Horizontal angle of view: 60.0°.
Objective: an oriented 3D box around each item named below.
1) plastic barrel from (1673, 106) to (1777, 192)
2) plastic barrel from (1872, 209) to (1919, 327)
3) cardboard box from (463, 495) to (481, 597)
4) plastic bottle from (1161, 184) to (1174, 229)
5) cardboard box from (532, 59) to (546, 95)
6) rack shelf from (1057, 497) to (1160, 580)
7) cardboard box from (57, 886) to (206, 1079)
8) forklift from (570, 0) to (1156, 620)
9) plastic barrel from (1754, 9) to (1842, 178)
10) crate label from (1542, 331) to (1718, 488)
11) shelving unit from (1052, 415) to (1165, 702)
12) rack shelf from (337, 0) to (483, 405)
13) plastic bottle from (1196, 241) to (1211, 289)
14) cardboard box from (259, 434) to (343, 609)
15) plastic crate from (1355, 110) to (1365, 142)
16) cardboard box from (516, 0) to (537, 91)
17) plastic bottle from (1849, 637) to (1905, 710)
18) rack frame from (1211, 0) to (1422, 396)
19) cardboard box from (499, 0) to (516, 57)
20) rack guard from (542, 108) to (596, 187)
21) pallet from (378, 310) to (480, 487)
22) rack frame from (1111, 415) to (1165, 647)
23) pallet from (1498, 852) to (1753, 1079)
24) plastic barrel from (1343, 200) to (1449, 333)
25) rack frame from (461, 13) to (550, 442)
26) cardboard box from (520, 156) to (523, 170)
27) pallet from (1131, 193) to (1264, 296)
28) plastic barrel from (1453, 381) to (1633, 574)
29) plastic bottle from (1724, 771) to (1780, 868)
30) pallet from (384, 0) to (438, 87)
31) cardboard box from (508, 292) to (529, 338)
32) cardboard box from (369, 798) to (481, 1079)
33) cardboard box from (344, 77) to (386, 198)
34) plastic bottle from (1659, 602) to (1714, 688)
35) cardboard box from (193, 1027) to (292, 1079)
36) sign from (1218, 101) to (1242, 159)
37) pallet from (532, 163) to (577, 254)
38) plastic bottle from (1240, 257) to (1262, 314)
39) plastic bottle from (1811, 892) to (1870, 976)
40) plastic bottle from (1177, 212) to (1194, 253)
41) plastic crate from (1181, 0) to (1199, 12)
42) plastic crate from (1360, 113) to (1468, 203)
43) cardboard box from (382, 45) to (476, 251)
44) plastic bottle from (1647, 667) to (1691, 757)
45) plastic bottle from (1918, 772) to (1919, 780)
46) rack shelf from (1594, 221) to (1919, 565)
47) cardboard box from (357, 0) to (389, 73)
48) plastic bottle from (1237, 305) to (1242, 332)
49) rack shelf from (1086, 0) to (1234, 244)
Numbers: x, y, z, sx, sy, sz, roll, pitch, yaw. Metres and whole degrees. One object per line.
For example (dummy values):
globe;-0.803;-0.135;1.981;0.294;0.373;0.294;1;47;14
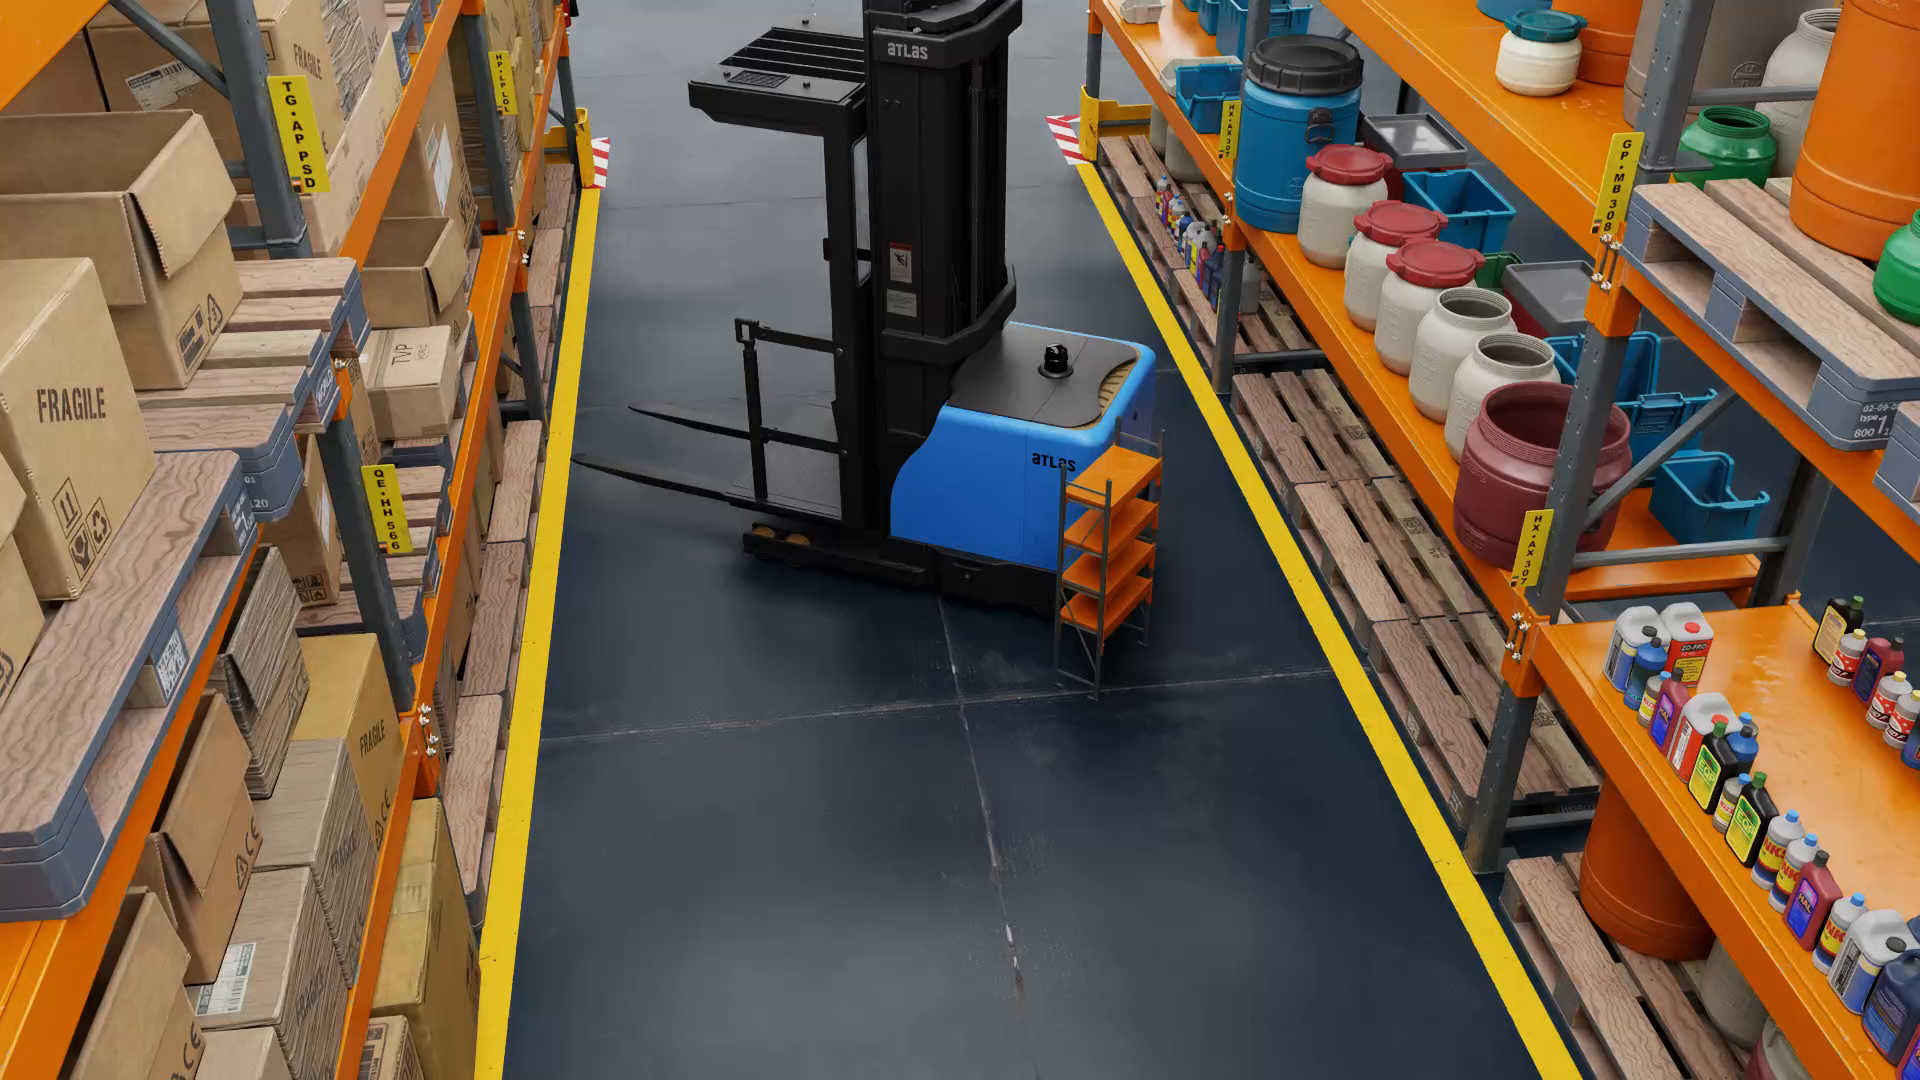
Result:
plastic barrel;2.486;-1.256;5.403;0.294;0.245;0.294;0;34;0
plastic barrel;2.485;-0.687;4.196;0.294;0.245;0.294;0;34;0
cardboard box;-2.694;-0.028;7.957;0.700;0.500;0.500;-7;35;-10
plastic bottle;1.441;-2.307;11.493;0.061;0.283;0.133;-4;34;-6
cardboard box;-2.865;-2.959;10.652;0.380;0.149;0.250;-4;35;-6
rack shelf;0.668;-0.036;7.459;0.258;0.148;0.480;20;39;27
cardboard box;-2.074;1.120;3.464;0.797;0.503;0.637;-3;34;-5
forklift;-0.582;-1.337;8.110;3.031;2.935;1.130;12;36;17
plastic barrel;2.832;-1.429;5.420;0.421;0.512;0.421;0;34;0
crate label;2.704;-0.536;6.842;0.502;0.435;0.616;-4;35;-6
shelving unit;0.668;0.093;7.547;0.258;1.200;0.503;20;39;27
rack shelf;-2.607;-1.630;6.453;1.077;0.370;4.000;-4;35;-6
plastic bottle;1.571;-1.770;10.706;0.061;0.283;0.133;-2;34;-3
cardboard box;-2.450;-0.085;5.749;0.500;0.500;0.500;-9;35;-12
plastic crate;2.088;-2.455;9.744;0.767;0.338;0.504;-4;35;-6
cardboard box;-3.101;-3.059;10.222;0.875;0.500;0.500;-4;35;-6
plastic bottle;3.078;0.424;5.568;0.061;0.283;0.133;-4;35;-6
rack frame;2.032;-2.179;9.283;1.000;3.000;0.127;-4;35;-6
cardboard box;-2.753;-2.930;9.145;0.500;0.500;0.500;-4;35;-6
rack guard;-3.404;-2.960;12.650;1.175;0.500;0.348;-4;35;-6
pallet;-2.645;-0.594;7.128;1.003;0.211;1.213;-4;35;-6
rack frame;0.801;-0.022;7.717;0.240;1.200;0.015;20;39;27
pallet;2.717;1.643;6.152;1.003;0.211;1.213;-4;35;-6
plastic barrel;2.042;-1.275;7.837;0.433;0.535;0.433;0;34;0
rack frame;-2.876;-1.804;8.733;1.000;3.000;0.127;-4;35;-6
cardboard box;-2.689;-2.120;9.421;0.380;0.149;0.250;-4;35;-6
pallet;1.816;-2.087;11.624;1.003;0.211;1.213;-4;35;-6
plastic barrel;2.207;-0.239;6.316;0.600;0.536;0.708;-4;35;-6
plastic bottle;2.374;0.833;4.968;0.061;0.283;0.133;-4;35;-6
pallet;-2.756;-2.034;6.575;1.213;0.211;1.003;-4;35;-6
cardboard box;-2.975;-1.489;10.119;0.500;0.500;0.500;6;35;9
cardboard box;-2.266;1.520;5.370;1.225;0.875;0.875;-6;35;-9
cardboard box;-2.218;-1.317;5.489;0.500;0.250;0.500;-4;34;-5
plastic bottle;2.459;0.359;5.670;0.152;0.276;0.135;-4;35;-6
cardboard box;-1.824;1.496;3.802;0.500;0.500;0.500;-4;34;-5
sign;1.485;-2.258;9.153;0.100;0.325;0.005;-4;35;-6
pallet;-3.329;-2.385;12.062;1.003;0.211;1.213;-4;35;-6
plastic bottle;1.803;-1.614;10.417;0.144;0.351;0.185;-4;35;-6
plastic bottle;2.452;1.084;4.610;0.097;0.271;0.097;0;34;0
plastic bottle;1.516;-2.070;11.155;0.097;0.271;0.097;0;34;0
plastic crate;1.858;-4.093;12.224;0.499;0.251;0.616;-4;35;-6
plastic crate;2.400;-1.958;8.903;0.402;0.464;0.583;-4;35;-6
cardboard box;-2.908;-1.771;7.780;1.000;1.000;1.000;-4;34;-6
plastic bottle;2.307;0.555;5.376;0.061;0.283;0.133;-4;35;-6
plastic bottle;3.115;0.686;5.255;0.097;0.201;0.097;0;34;0
rack shelf;2.839;0.227;3.728;1.077;0.370;4.000;-4;35;-6
cardboard box;-2.286;-1.904;5.684;0.500;0.500;0.500;-5;35;-8
plastic bottle;1.674;-1.383;10.210;0.097;0.201;0.097;0;34;0
rack shelf;1.763;-2.997;11.124;1.077;0.370;4.000;-4;35;-6
